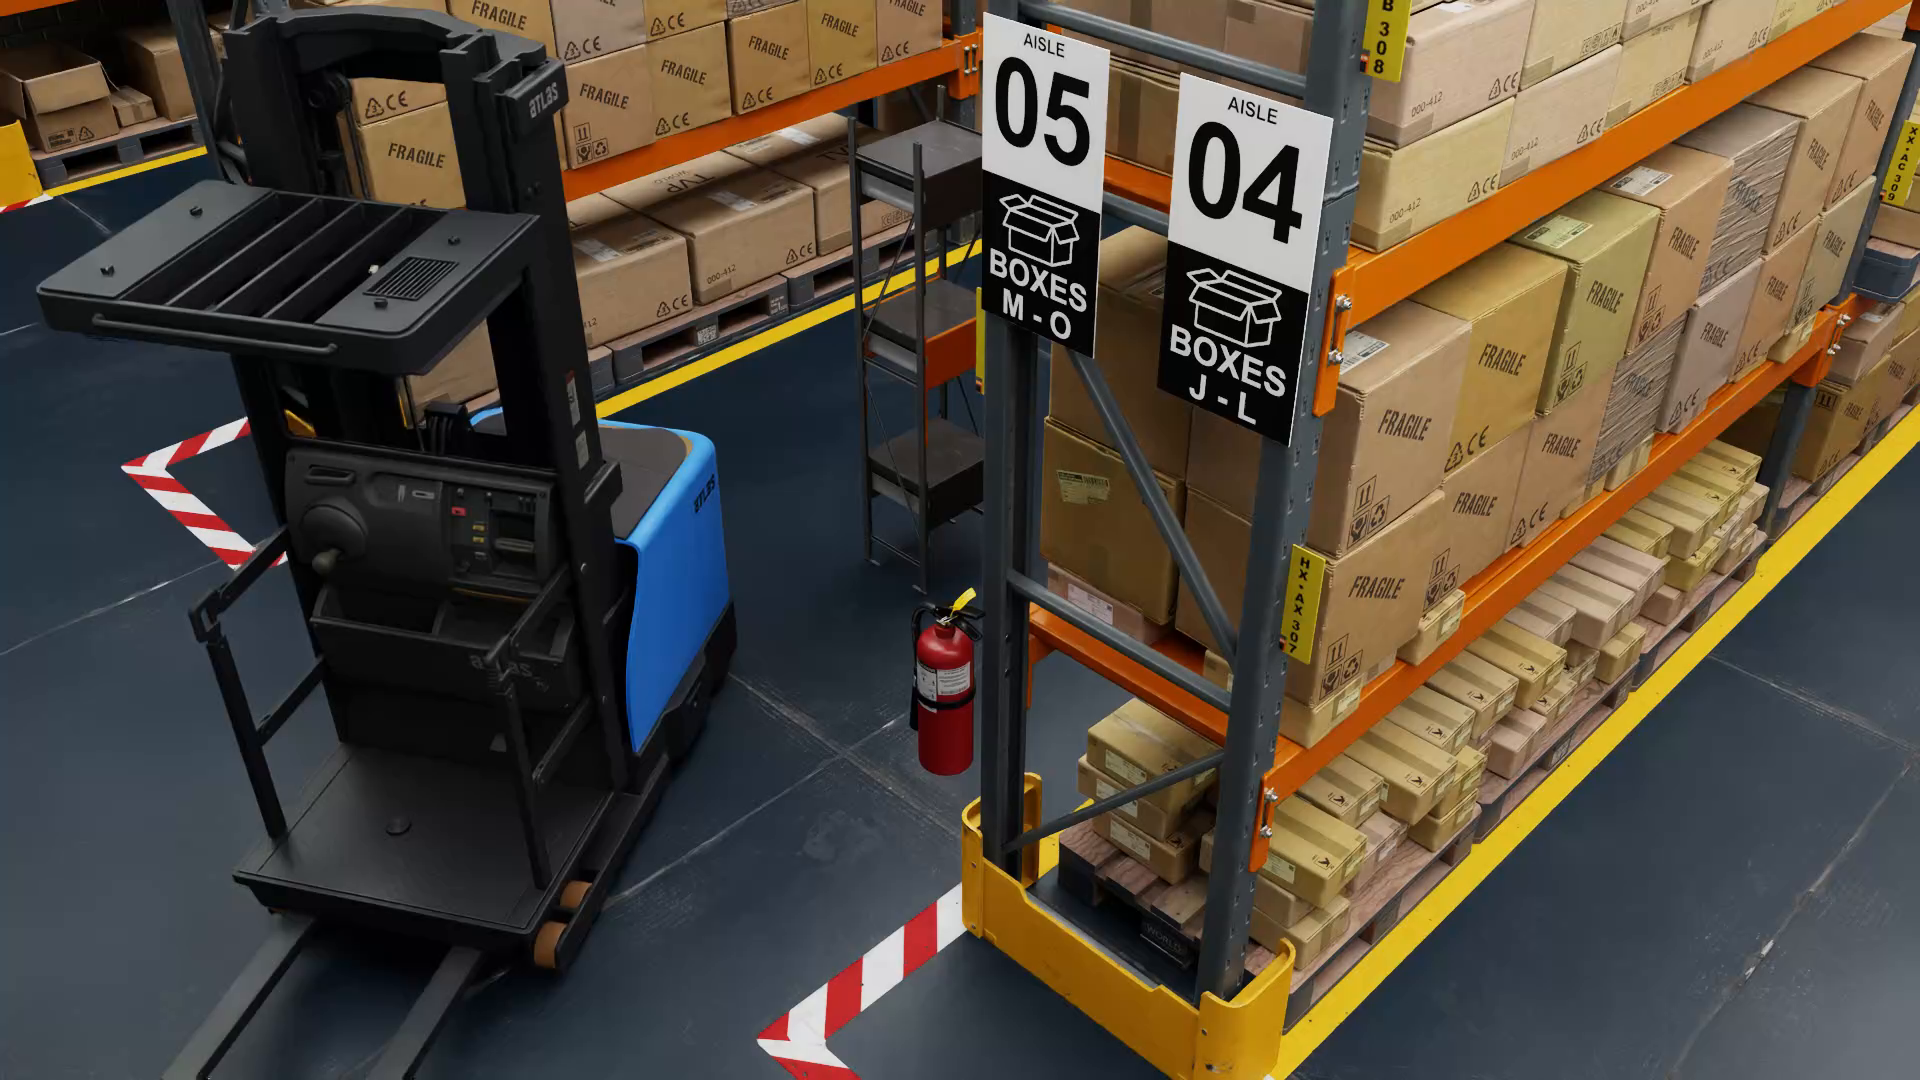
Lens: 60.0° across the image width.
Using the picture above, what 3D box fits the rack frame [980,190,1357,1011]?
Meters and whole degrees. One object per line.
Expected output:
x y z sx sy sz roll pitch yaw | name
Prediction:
0.462 0.298 4.700 1.000 3.000 0.127 30 45 35 | rack frame

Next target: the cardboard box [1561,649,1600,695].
2.285 0.467 6.583 0.250 0.149 0.380 -29 44 -35 | cardboard box

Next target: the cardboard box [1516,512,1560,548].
1.788 -0.155 5.570 0.380 0.149 0.250 29 44 34 | cardboard box

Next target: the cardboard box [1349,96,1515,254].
0.959 -0.950 3.999 0.500 0.250 0.500 -28 44 -34 | cardboard box

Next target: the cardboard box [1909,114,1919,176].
3.884 -1.614 6.774 0.250 0.149 0.380 -27 43 -33 | cardboard box

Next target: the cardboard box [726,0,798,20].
-1.156 -3.015 8.489 0.500 0.500 0.500 -29 44 -35 | cardboard box

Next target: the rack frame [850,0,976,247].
-0.304 -3.280 9.831 1.000 3.000 0.127 30 45 35 | rack frame

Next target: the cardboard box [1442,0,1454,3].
1.044 -1.375 3.823 0.250 0.149 0.380 -28 44 -34 | cardboard box

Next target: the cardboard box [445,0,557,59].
-2.223 -2.400 7.607 0.500 0.500 0.500 28 44 34 | cardboard box

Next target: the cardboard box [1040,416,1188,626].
0.596 -0.151 4.997 0.500 0.500 0.500 -29 44 -35 | cardboard box

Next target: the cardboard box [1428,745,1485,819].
1.613 0.780 5.874 0.250 0.149 0.380 -28 44 -34 | cardboard box

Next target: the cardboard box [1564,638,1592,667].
2.310 0.310 6.548 0.380 0.149 0.250 27 43 33 | cardboard box

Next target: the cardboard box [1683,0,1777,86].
2.058 -1.581 4.904 0.500 0.250 0.500 29 44 35 | cardboard box

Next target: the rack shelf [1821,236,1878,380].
4.689 -1.843 8.399 1.077 0.370 4.000 30 45 35 | rack shelf

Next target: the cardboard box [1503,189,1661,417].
1.700 -0.760 4.996 0.500 0.500 0.500 28 44 34 | cardboard box

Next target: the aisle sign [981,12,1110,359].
0.197 -0.860 4.088 0.394 0.787 0.004 30 45 35 | aisle sign

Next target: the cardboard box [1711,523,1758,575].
3.245 -0.032 7.299 0.250 0.149 0.380 -29 44 -35 | cardboard box

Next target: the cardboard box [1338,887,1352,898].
1.184 1.072 5.715 0.380 0.149 0.250 29 44 35 | cardboard box

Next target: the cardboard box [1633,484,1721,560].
2.892 -0.100 6.876 0.380 0.149 0.250 29 44 35 | cardboard box

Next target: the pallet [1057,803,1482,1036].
1.113 1.095 5.995 1.003 0.211 1.213 30 45 35 | pallet

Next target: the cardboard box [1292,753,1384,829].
1.181 0.815 5.564 0.250 0.149 0.380 -29 44 -35 | cardboard box

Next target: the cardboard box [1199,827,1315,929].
1.013 1.064 5.467 0.250 0.149 0.380 -28 44 -34 | cardboard box

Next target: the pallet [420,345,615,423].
-2.615 -0.868 8.811 1.003 0.211 1.213 30 45 35 | pallet

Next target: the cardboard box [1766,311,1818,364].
3.141 -0.864 6.586 0.380 0.149 0.250 28 44 34 | cardboard box

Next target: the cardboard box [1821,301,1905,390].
3.988 -0.974 7.687 0.500 0.250 0.500 27 43 33 | cardboard box

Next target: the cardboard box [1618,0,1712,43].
1.687 -1.562 4.439 0.500 0.250 0.500 -29 44 -35 | cardboard box

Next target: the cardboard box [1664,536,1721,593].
2.925 0.036 6.941 0.380 0.149 0.250 28 44 34 | cardboard box

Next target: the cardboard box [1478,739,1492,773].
1.724 0.767 6.153 0.380 0.149 0.250 30 45 35 | cardboard box

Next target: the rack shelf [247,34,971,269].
-1.713 -2.173 8.872 1.077 0.370 4.000 30 45 35 | rack shelf

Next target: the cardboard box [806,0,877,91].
-0.808 -2.818 9.082 0.500 0.500 0.500 28 44 34 | cardboard box

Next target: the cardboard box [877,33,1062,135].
0.076 -2.864 10.725 0.875 0.875 0.875 -28 44 -34 | cardboard box

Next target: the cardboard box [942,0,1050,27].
0.193 -3.290 9.977 0.500 0.250 0.500 28 44 34 | cardboard box

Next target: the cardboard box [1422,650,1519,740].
1.767 0.521 5.985 0.250 0.149 0.380 -28 44 -34 | cardboard box

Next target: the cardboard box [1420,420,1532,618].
1.333 -0.163 5.015 0.500 0.500 0.500 30 45 35 | cardboard box

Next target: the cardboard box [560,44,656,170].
-1.873 -2.192 8.183 0.500 0.500 0.500 29 44 35 | cardboard box

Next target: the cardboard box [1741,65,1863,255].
2.780 -1.387 5.895 0.500 0.500 0.500 28 44 34 | cardboard box

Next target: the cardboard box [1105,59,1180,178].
0.594 -1.162 4.303 0.500 0.250 0.500 29 44 34 | cardboard box

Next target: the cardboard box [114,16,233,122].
-5.519 -3.343 11.740 0.500 0.500 0.700 -28 44 -34 | cardboard box

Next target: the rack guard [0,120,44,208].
-6.594 -2.661 11.128 1.175 0.500 0.348 30 45 35 | rack guard

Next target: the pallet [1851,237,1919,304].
3.922 -1.499 7.444 1.003 0.211 1.213 30 45 35 | pallet

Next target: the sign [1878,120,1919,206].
3.670 -1.465 6.472 0.100 0.325 0.005 30 45 35 | sign

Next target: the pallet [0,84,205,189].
-6.033 -2.866 11.675 1.003 0.211 1.213 30 45 35 | pallet

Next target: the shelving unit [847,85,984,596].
-0.117 -0.794 7.053 0.431 2.100 0.503 30 45 35 | shelving unit

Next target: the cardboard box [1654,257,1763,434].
2.421 -0.767 5.880 0.500 0.500 0.500 29 44 35 | cardboard box

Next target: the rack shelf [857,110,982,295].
-0.117 -1.357 6.660 0.431 0.518 0.480 30 45 35 | rack shelf

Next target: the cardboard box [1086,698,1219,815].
0.655 0.734 5.680 0.250 0.149 0.380 -29 44 -35 | cardboard box

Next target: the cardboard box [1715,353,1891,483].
3.989 -0.666 7.900 0.500 0.500 0.500 -28 44 -34 | cardboard box

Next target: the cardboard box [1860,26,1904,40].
4.157 -2.299 7.757 0.380 0.149 0.250 28 44 34 | cardboard box

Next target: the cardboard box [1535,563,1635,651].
2.347 0.236 6.395 0.380 0.149 0.250 28 44 34 | cardboard box

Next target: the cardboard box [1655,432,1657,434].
2.323 -0.481 6.037 0.380 0.149 0.250 29 44 35 | cardboard box

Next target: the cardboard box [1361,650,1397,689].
1.072 0.282 4.944 0.250 0.149 0.380 -28 44 -34 | cardboard box

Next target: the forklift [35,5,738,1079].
-1.789 0.015 5.167 1.130 2.935 3.031 8 36 11 | forklift

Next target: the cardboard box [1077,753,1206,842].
0.631 0.844 5.783 0.380 0.149 0.250 28 44 34 | cardboard box

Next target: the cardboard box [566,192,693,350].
-2.089 -1.460 9.095 0.875 0.438 0.875 -29 44 -34 | cardboard box
